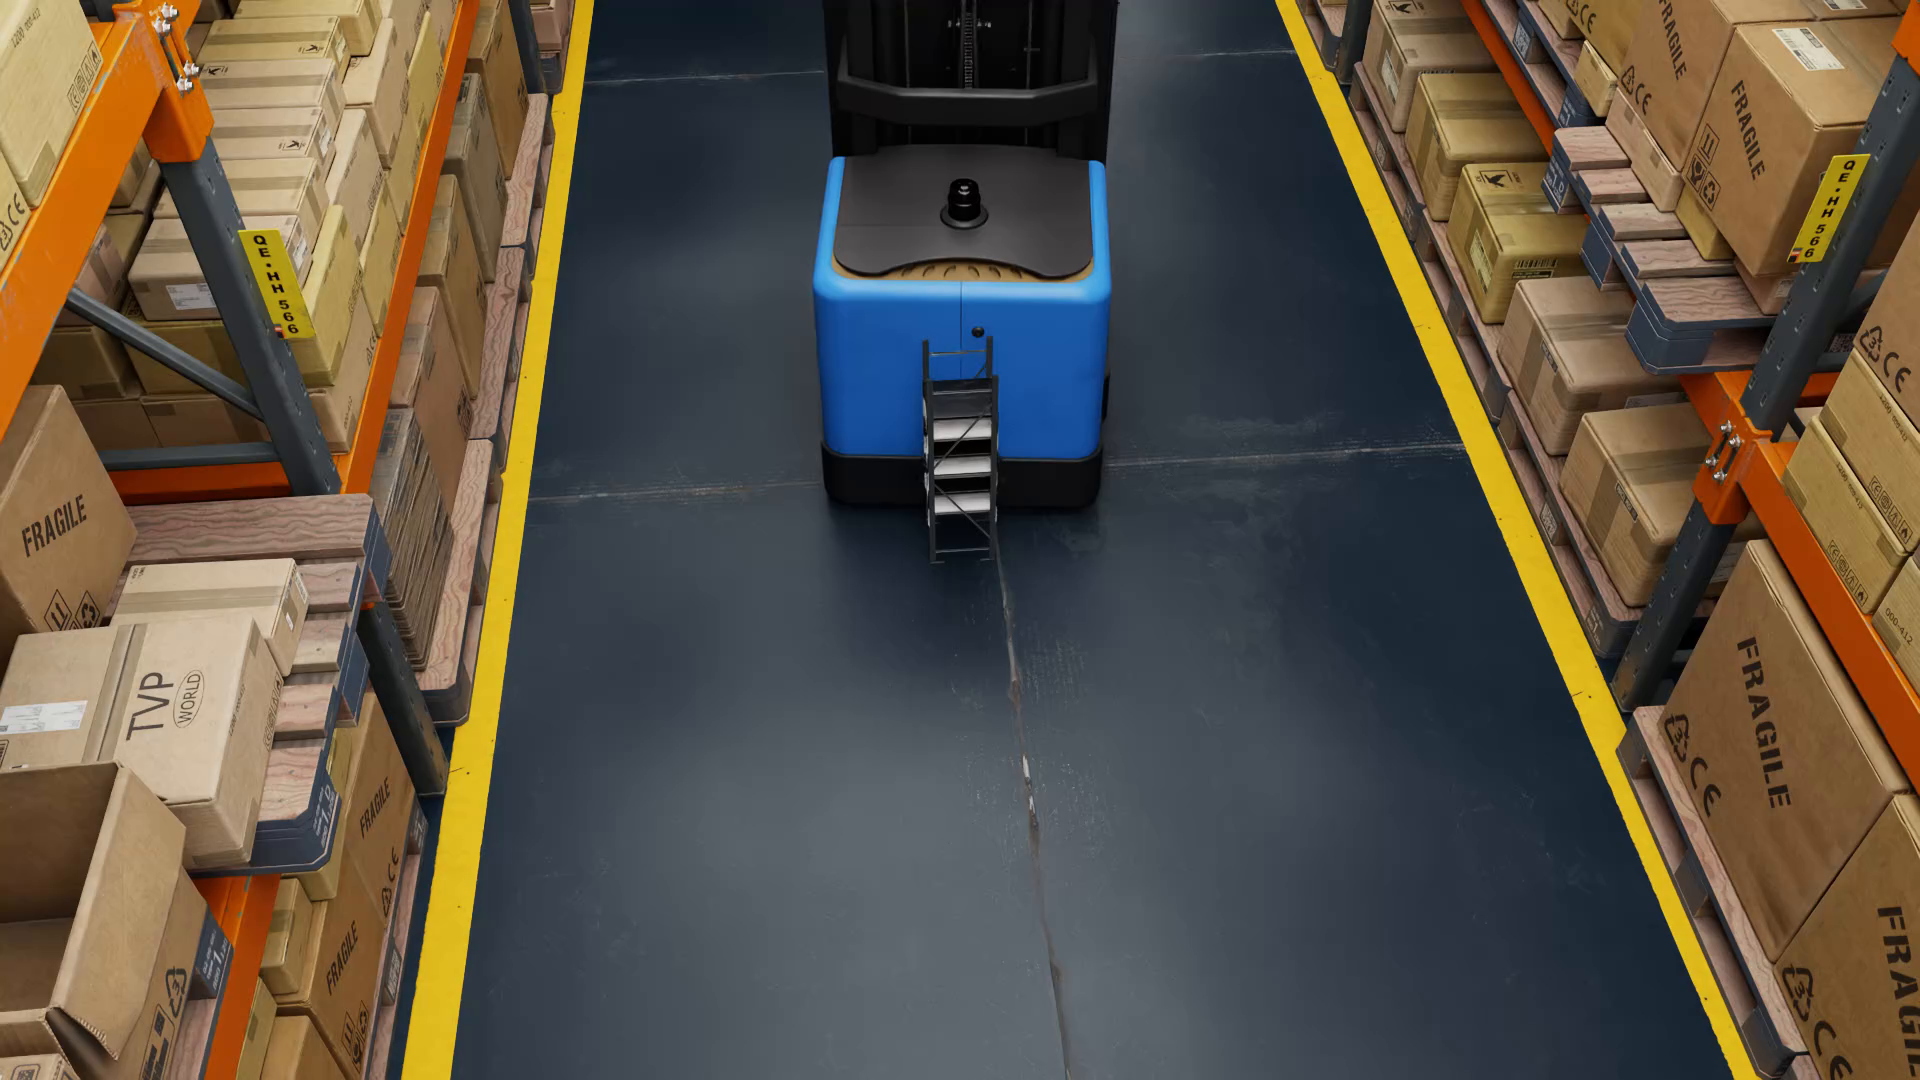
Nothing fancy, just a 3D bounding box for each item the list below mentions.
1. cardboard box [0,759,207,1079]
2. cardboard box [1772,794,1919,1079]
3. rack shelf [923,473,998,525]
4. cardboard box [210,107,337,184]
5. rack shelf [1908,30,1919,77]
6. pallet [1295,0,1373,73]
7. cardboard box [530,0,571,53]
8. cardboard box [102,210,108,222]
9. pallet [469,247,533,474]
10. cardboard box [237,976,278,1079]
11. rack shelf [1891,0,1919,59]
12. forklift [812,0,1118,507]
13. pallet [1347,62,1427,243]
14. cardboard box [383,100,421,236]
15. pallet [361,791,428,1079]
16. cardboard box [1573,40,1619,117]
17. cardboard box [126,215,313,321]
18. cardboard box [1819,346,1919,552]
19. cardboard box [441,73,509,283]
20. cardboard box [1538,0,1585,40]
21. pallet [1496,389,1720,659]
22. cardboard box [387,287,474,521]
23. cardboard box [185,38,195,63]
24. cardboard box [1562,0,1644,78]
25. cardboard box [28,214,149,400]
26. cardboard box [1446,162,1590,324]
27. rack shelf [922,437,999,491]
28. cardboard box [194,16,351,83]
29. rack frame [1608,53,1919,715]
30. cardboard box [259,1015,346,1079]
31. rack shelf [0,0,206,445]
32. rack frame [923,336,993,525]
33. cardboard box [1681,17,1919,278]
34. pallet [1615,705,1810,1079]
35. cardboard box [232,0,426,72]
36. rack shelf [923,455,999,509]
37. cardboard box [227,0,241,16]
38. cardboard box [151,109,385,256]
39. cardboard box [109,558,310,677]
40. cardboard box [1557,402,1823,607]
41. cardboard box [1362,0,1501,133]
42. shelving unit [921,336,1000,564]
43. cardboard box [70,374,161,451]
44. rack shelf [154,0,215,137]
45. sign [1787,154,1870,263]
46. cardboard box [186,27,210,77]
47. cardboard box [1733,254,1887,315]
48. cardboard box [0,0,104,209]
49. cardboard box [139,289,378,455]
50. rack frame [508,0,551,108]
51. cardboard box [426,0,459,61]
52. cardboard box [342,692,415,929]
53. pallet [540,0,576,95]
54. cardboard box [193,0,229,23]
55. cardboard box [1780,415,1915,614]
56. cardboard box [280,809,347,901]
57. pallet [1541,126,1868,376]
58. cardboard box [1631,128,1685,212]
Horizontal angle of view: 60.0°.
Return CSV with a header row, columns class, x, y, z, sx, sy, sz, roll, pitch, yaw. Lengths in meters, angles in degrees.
class,x,y,z,sx,sy,sz,roll,pitch,yaw
cardboard box,-1.872,0.784,3.081,0.797,0.503,0.637,-4,47,-4
cardboard box,2.799,1.227,4.196,0.875,0.875,0.875,-3,47,-3
rack shelf,0.001,-0.157,6.072,0.258,0.077,0.200,-3,47,-3
cardboard box,-1.996,-1.089,4.700,0.380,0.149,0.250,-2,47,-2
rack shelf,2.921,0.153,2.469,1.077,0.370,4.000,-3,47,-3
pallet,2.327,-2.929,8.878,1.003,0.211,1.213,-3,47,-3
cardboard box,-2.238,-2.668,8.316,0.500,0.250,0.500,-3,47,-3
cardboard box,-2.555,-0.868,4.491,0.380,0.149,0.250,-2,47,-2
pallet,-2.321,-0.725,6.791,1.003,0.211,1.213,-3,47,-3
cardboard box,-1.890,1.211,4.023,0.380,0.149,0.250,-2,47,-2
rack shelf,2.586,-2.741,5.209,1.077,0.370,4.000,-3,47,-3
forklift,0.045,-2.189,6.305,1.130,2.935,3.031,1,47,1
pallet,2.485,-1.882,7.887,1.003,0.211,1.213,-3,47,-3
cardboard box,-2.073,-1.226,5.449,0.500,0.250,0.500,-5,47,-5
pallet,-2.168,1.296,4.877,1.003,0.211,1.213,-3,47,-3
cardboard box,2.281,-1.541,5.527,0.380,0.149,0.250,-3,47,-3
cardboard box,-1.926,-0.711,4.342,0.380,0.149,0.250,-2,47,-2
cardboard box,2.550,-0.248,4.178,0.500,0.250,0.500,-4,47,-4
cardboard box,-2.415,-1.489,6.940,0.875,0.625,0.625,-4,47,-4
cardboard box,2.283,-1.907,5.874,0.380,0.149,0.250,-5,47,-5
pallet,2.690,-0.116,6.215,1.003,0.211,1.213,-3,47,-3
cardboard box,-2.294,-0.458,5.964,0.875,0.625,0.625,-2,47,-2
cardboard box,-2.550,-1.427,5.020,0.380,0.149,0.250,-4,47,-4
cardboard box,2.341,-1.841,5.365,0.500,0.500,0.500,-6,47,-6
cardboard box,-2.507,-0.634,4.543,0.500,0.250,0.500,-3,47,-2
cardboard box,2.589,-1.242,6.881,0.950,0.372,0.625,-2,47,-2
rack shelf,0.001,-0.280,5.942,0.258,0.077,0.200,-3,47,-3
cardboard box,-2.082,-1.457,5.048,0.380,0.149,0.250,-3,47,-3
rack frame,2.753,-0.510,4.667,1.000,3.000,0.127,-3,47,-3
cardboard box,-1.865,1.544,4.154,0.500,0.500,0.500,-2,47,-2
rack shelf,-2.025,0.458,2.180,1.077,0.370,4.000,-3,47,-3
rack frame,-0.008,-0.377,5.987,0.240,0.900,0.006,-3,47,-3
cardboard box,2.438,-1.103,4.666,0.500,0.500,0.500,-5,47,-4
pallet,2.744,1.024,5.135,1.003,0.211,1.213,-3,47,-3
cardboard box,-2.121,-1.772,5.621,0.500,0.250,0.500,-3,47,-3
rack shelf,0.001,-0.219,6.007,0.258,0.077,0.200,-3,47,-3
cardboard box,-2.162,-1.827,5.399,0.380,0.149,0.250,-3,47,-3
cardboard box,-2.027,-1.024,4.913,0.500,0.250,0.500,-2,47,-2
cardboard box,-1.755,0.189,3.889,0.380,0.149,0.250,-3,47,-3
cardboard box,2.716,-0.160,5.856,0.950,0.372,0.625,-6,47,-6
cardboard box,2.465,-2.265,7.850,0.950,0.372,0.625,-3,47,-3
shelving unit,0.001,-0.303,5.918,0.258,0.900,0.210,-3,47,-3
cardboard box,-2.485,-0.463,4.726,0.500,0.250,0.500,-4,47,-4
rack shelf,-2.360,-2.436,4.921,1.077,0.370,4.000,-3,47,-3
sign,2.214,-0.841,4.238,0.100,0.325,0.005,-3,47,-3
cardboard box,-2.591,-1.366,5.237,0.500,0.250,0.500,-4,47,-4
cardboard box,2.492,-0.791,4.817,0.380,0.149,0.250,-2,47,-2
cardboard box,-1.908,-0.829,3.006,0.500,0.250,0.500,-5,47,-5
cardboard box,-1.986,-0.490,4.751,0.500,0.250,0.500,-3,47,-3
rack frame,-2.527,-3.099,7.119,1.000,3.000,0.127,-3,47,-3
cardboard box,-2.166,-1.975,6.157,0.500,0.250,0.500,-3,47,-3
cardboard box,-1.943,0.803,4.856,0.500,0.500,0.500,-2,47,-2
pallet,-2.552,-2.719,8.679,1.003,0.211,1.213,-3,47,-3
cardboard box,-2.569,-1.795,5.369,0.380,0.149,0.250,-2,47,-2
cardboard box,2.544,-0.089,4.371,0.500,0.250,0.500,-4,47,-4
cardboard box,-1.845,0.824,4.389,0.380,0.149,0.250,-6,47,-5
pallet,2.588,-0.953,5.219,1.213,0.211,1.003,-3,47,-3
cardboard box,2.331,-1.160,5.166,0.380,0.149,0.250,-4,47,-4
